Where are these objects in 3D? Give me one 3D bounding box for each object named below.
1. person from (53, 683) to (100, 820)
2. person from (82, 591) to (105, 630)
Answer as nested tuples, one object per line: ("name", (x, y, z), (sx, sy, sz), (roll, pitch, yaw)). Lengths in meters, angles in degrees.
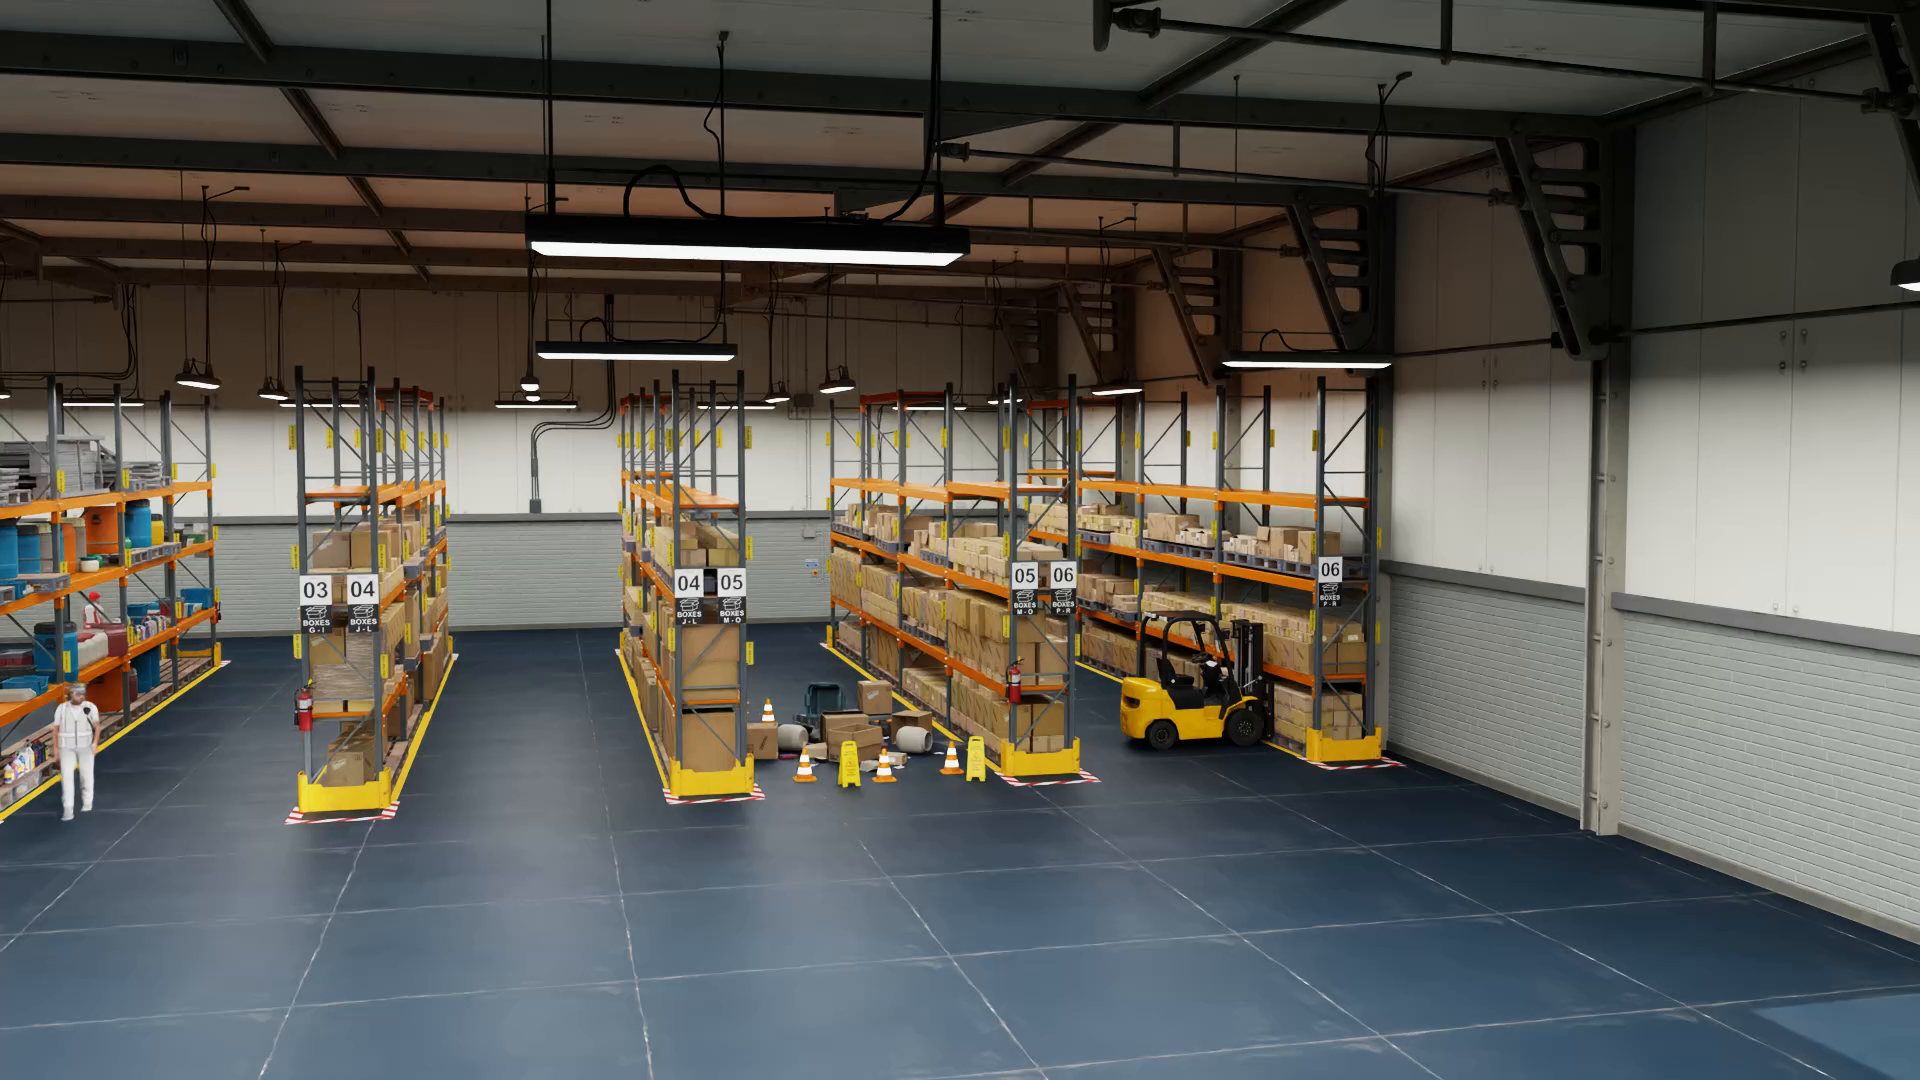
("person", (-11.844, 2.818, 22.313), (0.567, 1.764, 0.762), (-2, 4, -29))
("person", (-18.468, 1.998, 35.459), (0.588, 1.792, 0.493), (1, 4, 16))
